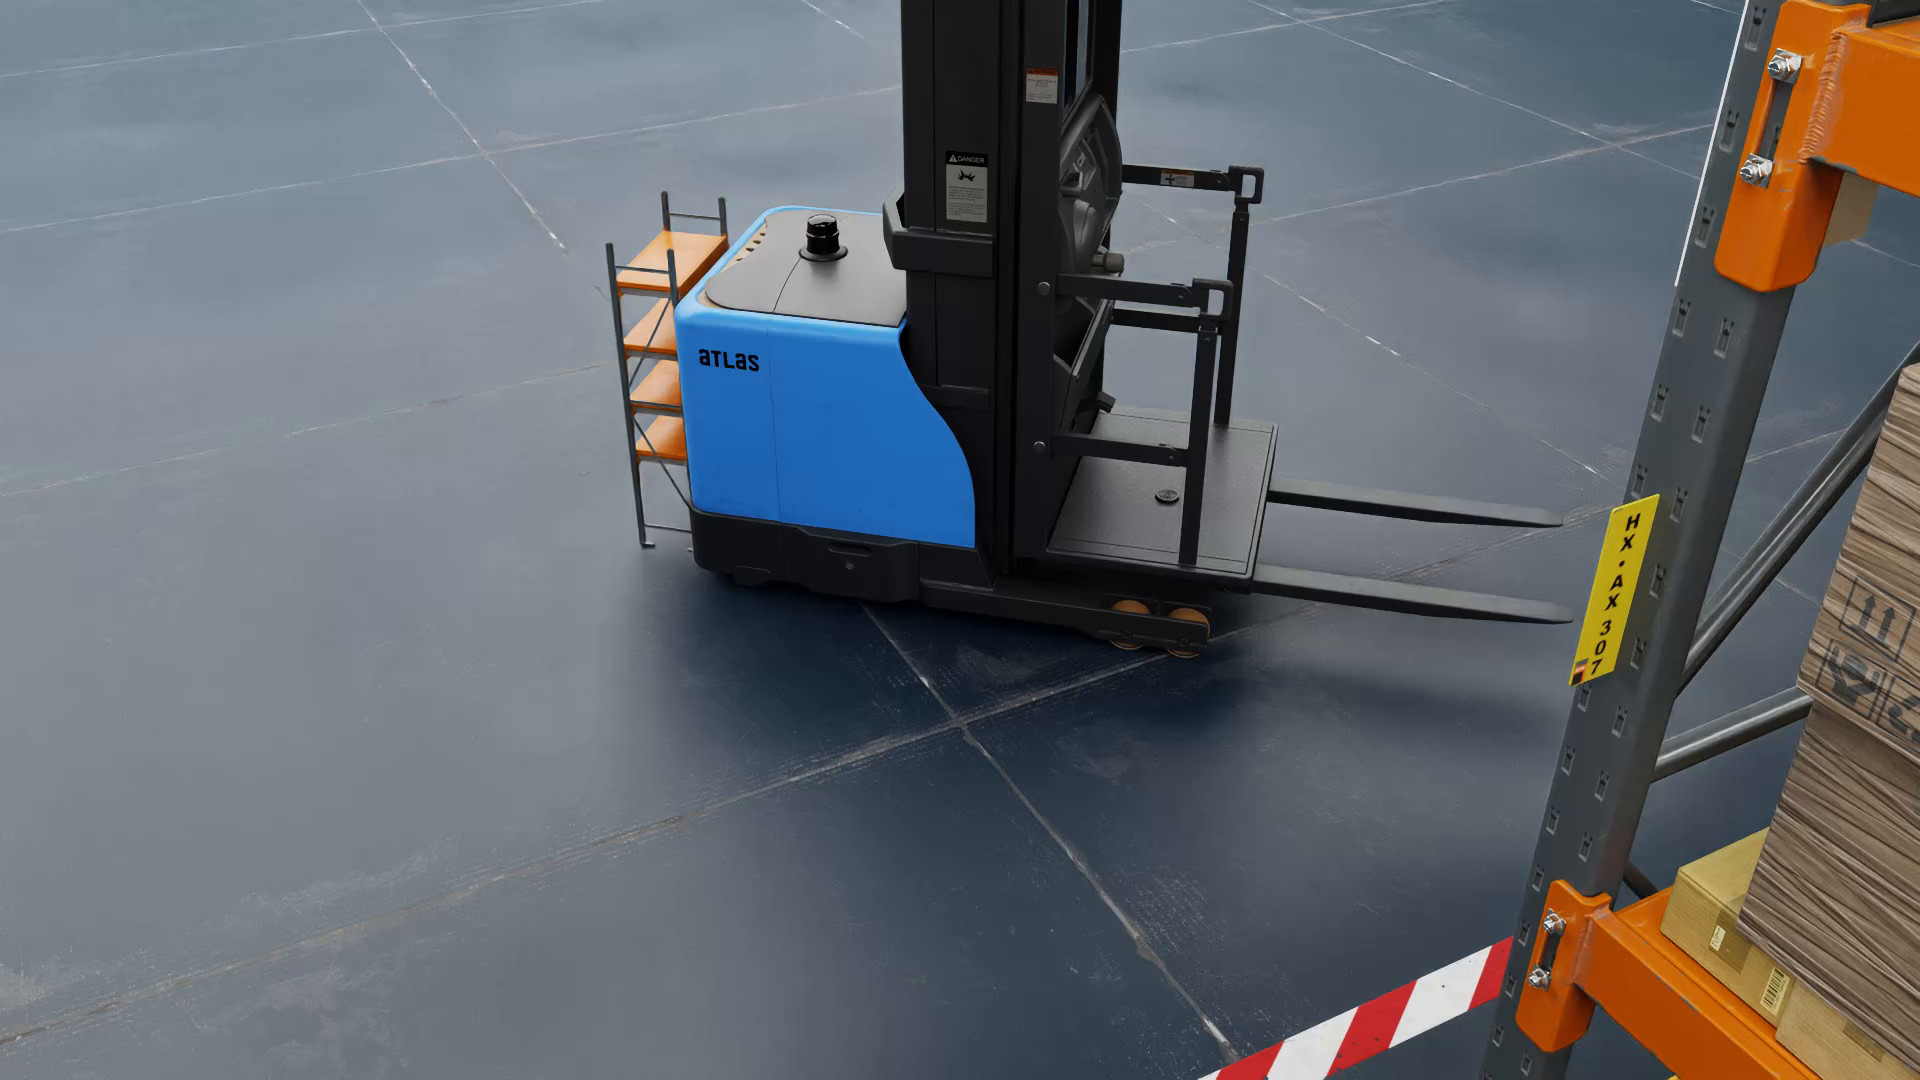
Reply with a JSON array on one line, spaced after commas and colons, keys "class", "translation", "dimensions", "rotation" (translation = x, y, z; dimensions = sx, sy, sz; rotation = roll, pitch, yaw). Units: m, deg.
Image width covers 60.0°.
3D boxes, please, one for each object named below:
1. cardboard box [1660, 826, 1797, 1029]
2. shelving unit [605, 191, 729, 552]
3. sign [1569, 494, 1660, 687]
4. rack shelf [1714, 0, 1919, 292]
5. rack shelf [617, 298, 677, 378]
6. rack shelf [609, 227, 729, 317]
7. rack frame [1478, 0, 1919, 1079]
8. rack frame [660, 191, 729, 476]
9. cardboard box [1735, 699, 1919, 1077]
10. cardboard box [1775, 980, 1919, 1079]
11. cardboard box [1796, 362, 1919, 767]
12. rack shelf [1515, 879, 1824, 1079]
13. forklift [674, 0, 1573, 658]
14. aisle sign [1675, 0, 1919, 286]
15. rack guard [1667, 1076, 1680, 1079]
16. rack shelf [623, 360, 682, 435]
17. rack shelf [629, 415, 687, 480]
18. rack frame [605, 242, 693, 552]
[{"class": "cardboard box", "translation": [1.402, 0.610, 2.750], "dimensions": [0.380, 0.149, 0.250], "rotation": [-16, 36, -23]}, {"class": "shelving unit", "translation": [-1.018, -0.604, 6.079], "dimensions": [0.258, 1.200, 0.503], "rotation": [8, 33, 11]}, {"class": "sign", "translation": [1.000, 0.080, 2.541], "dimensions": [0.100, 0.325, 0.005], "rotation": [-16, 36, -23]}, {"class": "rack shelf", "translation": [2.413, 0.303, 0.883], "dimensions": [1.077, 0.370, 4.000], "rotation": [-16, 36, -23]}, {"class": "rack shelf", "translation": [-1.017, -0.736, 5.994], "dimensions": [0.258, 0.148, 0.480], "rotation": [8, 33, 11]}, {"class": "rack shelf", "translation": [-1.016, -0.935, 5.866], "dimensions": [0.258, 0.148, 0.480], "rotation": [8, 33, 11]}, {"class": "rack frame", "translation": [1.477, 0.309, 2.987], "dimensions": [0.949, 2.616, 0.053], "rotation": [-16, 36, -23]}, {"class": "rack frame", "translation": [-0.961, -0.732, 6.279], "dimensions": [0.240, 1.200, 0.015], "rotation": [8, 33, 11]}, {"class": "cardboard box", "translation": [1.712, 0.410, 2.460], "dimensions": [0.875, 0.500, 0.500], "rotation": [-16, 36, -23]}, {"class": "cardboard box", "translation": [1.502, 0.734, 2.556], "dimensions": [0.380, 0.149, 0.250], "rotation": [-16, 36, -23]}, {"class": "cardboard box", "translation": [1.495, 0.051, 2.094], "dimensions": [0.500, 0.500, 0.500], "rotation": [-16, 36, -23]}, {"class": "rack shelf", "translation": [2.413, 1.566, 1.692], "dimensions": [1.077, 0.370, 4.000], "rotation": [-16, 36, -23]}, {"class": "forklift", "translation": [0.611, -1.152, 5.332], "dimensions": [3.031, 2.935, 1.130], "rotation": [8, 33, 12]}, {"class": "aisle sign", "translation": [1.186, -0.740, 2.215], "dimensions": [0.394, 0.787, 0.004], "rotation": [-16, 36, -23]}, {"class": "rack guard", "translation": [1.516, 1.397, 3.606], "dimensions": [1.175, 0.500, 0.348], "rotation": [-16, 36, -23]}, {"class": "rack shelf", "translation": [-1.019, -0.547, 6.115], "dimensions": [0.258, 0.148, 0.480], "rotation": [8, 33, 11]}, {"class": "rack shelf", "translation": [-1.020, -0.380, 6.223], "dimensions": [0.258, 0.148, 0.480], "rotation": [8, 33, 11]}, {"class": "rack frame", "translation": [-1.075, -0.476, 5.879], "dimensions": [0.240, 1.200, 0.015], "rotation": [8, 33, 11]}]
